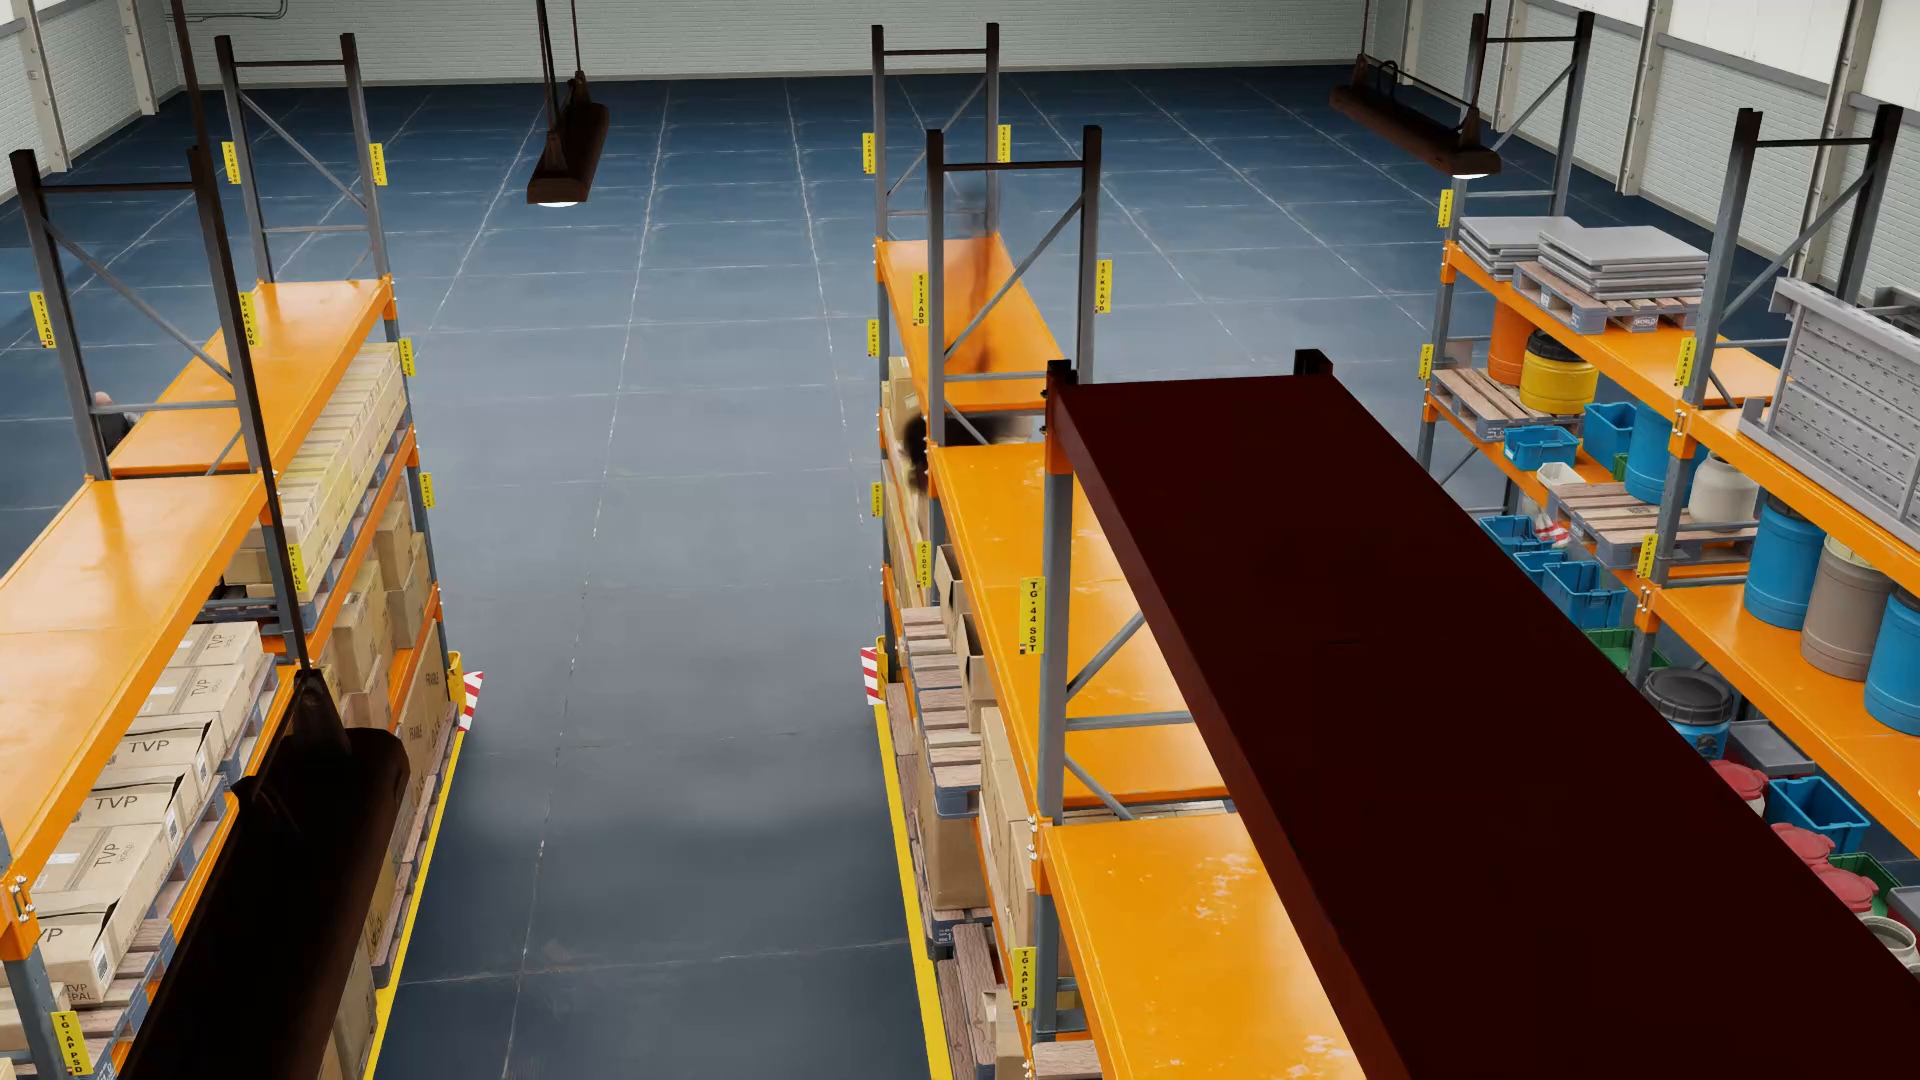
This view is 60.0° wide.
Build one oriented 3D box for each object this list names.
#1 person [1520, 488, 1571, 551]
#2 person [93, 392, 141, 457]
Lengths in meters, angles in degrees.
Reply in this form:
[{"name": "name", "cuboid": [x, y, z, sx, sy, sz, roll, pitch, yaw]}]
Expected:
[{"name": "person", "cuboid": [5.830, 0.004, 16.667, 0.825, 1.591, 0.693, 17, 30, 31]}, {"name": "person", "cuboid": [-9.250, -0.829, 18.345, 0.645, 1.647, 0.733, -23, 34, -39]}]
